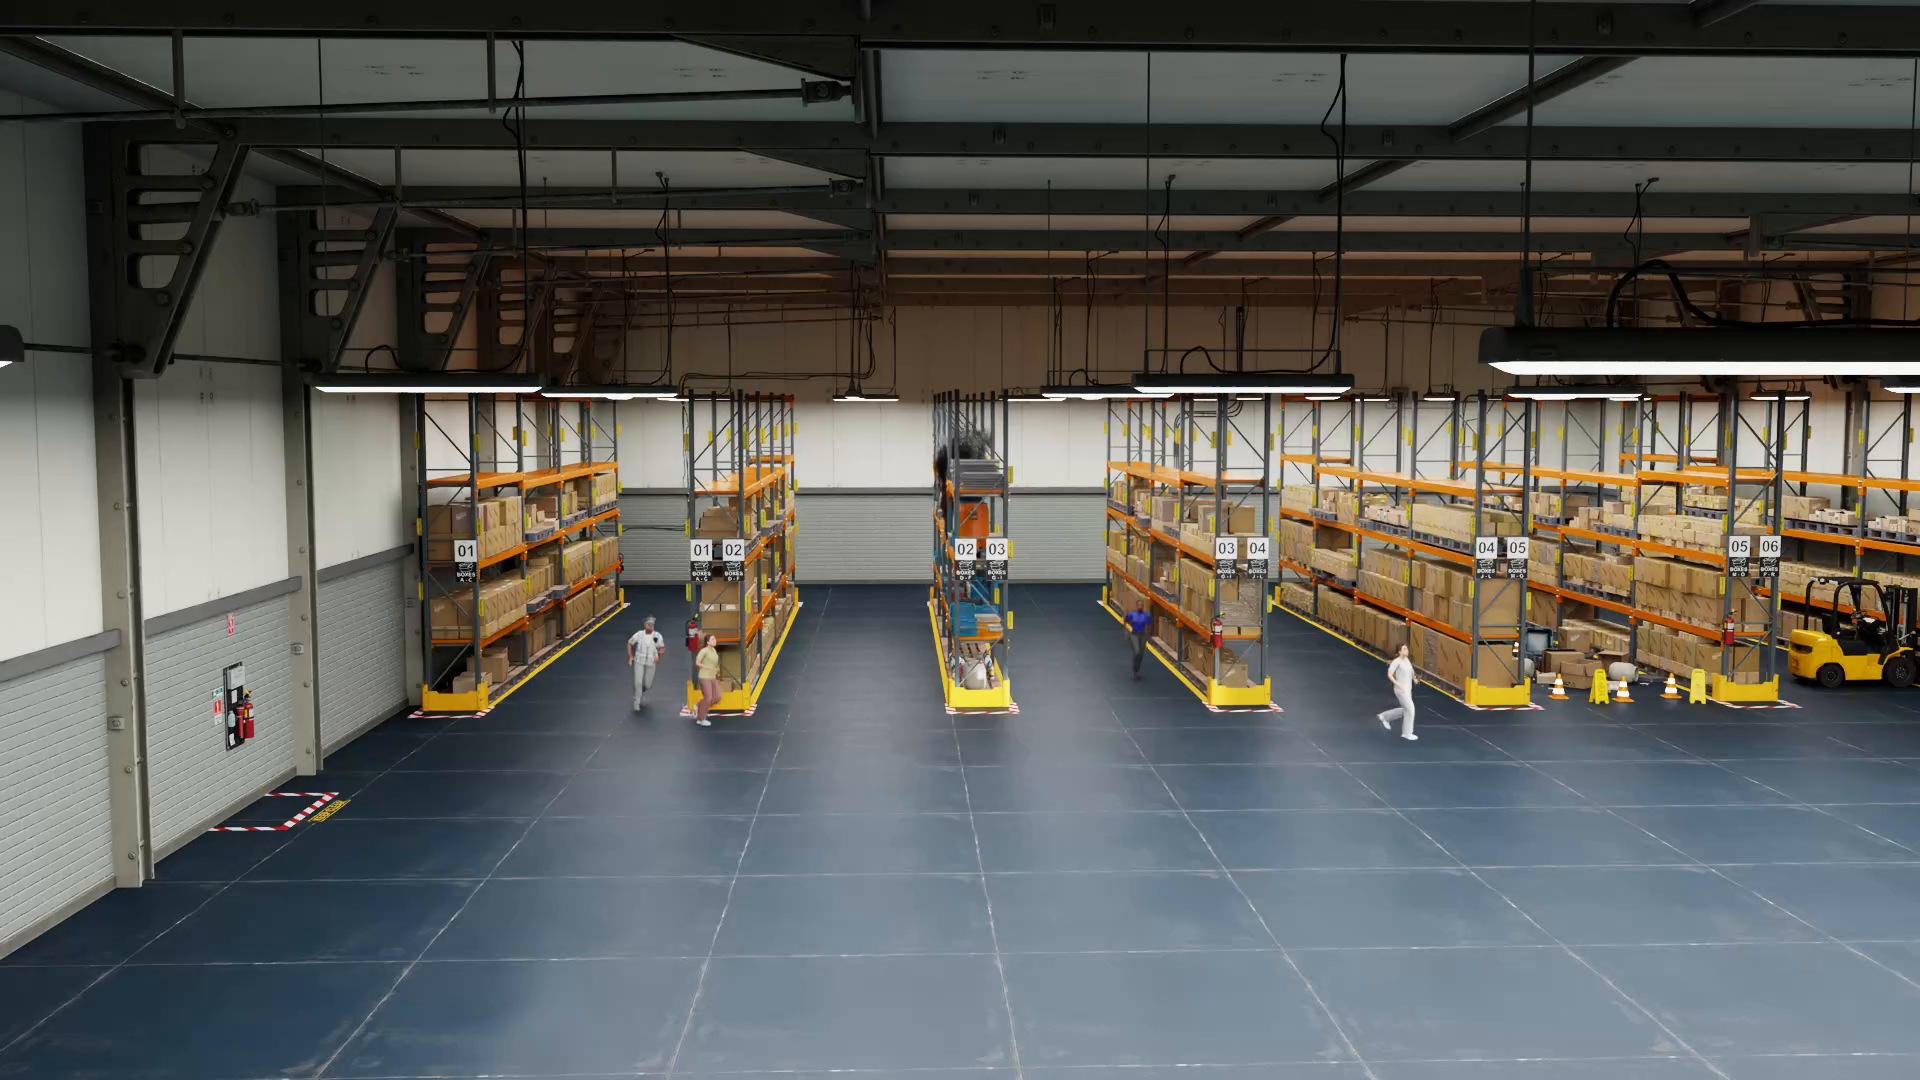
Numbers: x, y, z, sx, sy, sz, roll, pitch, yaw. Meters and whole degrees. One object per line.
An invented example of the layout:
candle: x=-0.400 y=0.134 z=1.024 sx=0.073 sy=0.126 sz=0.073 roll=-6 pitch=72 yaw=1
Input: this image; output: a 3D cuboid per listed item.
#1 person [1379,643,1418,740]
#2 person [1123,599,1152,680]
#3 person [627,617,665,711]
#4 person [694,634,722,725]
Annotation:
person: x=7.558 y=2.584 z=28.600 sx=0.720 sy=1.647 sz=0.564 roll=4 pitch=6 yaw=41
person: x=3.720 y=2.079 z=34.676 sx=0.536 sy=1.690 sz=0.801 roll=-1 pitch=5 yaw=-10
person: x=-5.936 y=2.318 z=31.454 sx=0.702 sy=1.749 sz=0.707 roll=-1 pitch=5 yaw=-14
person: x=-4.506 y=2.488 z=29.859 sx=0.578 sy=1.623 sz=0.601 roll=3 pitch=5 yaw=30
